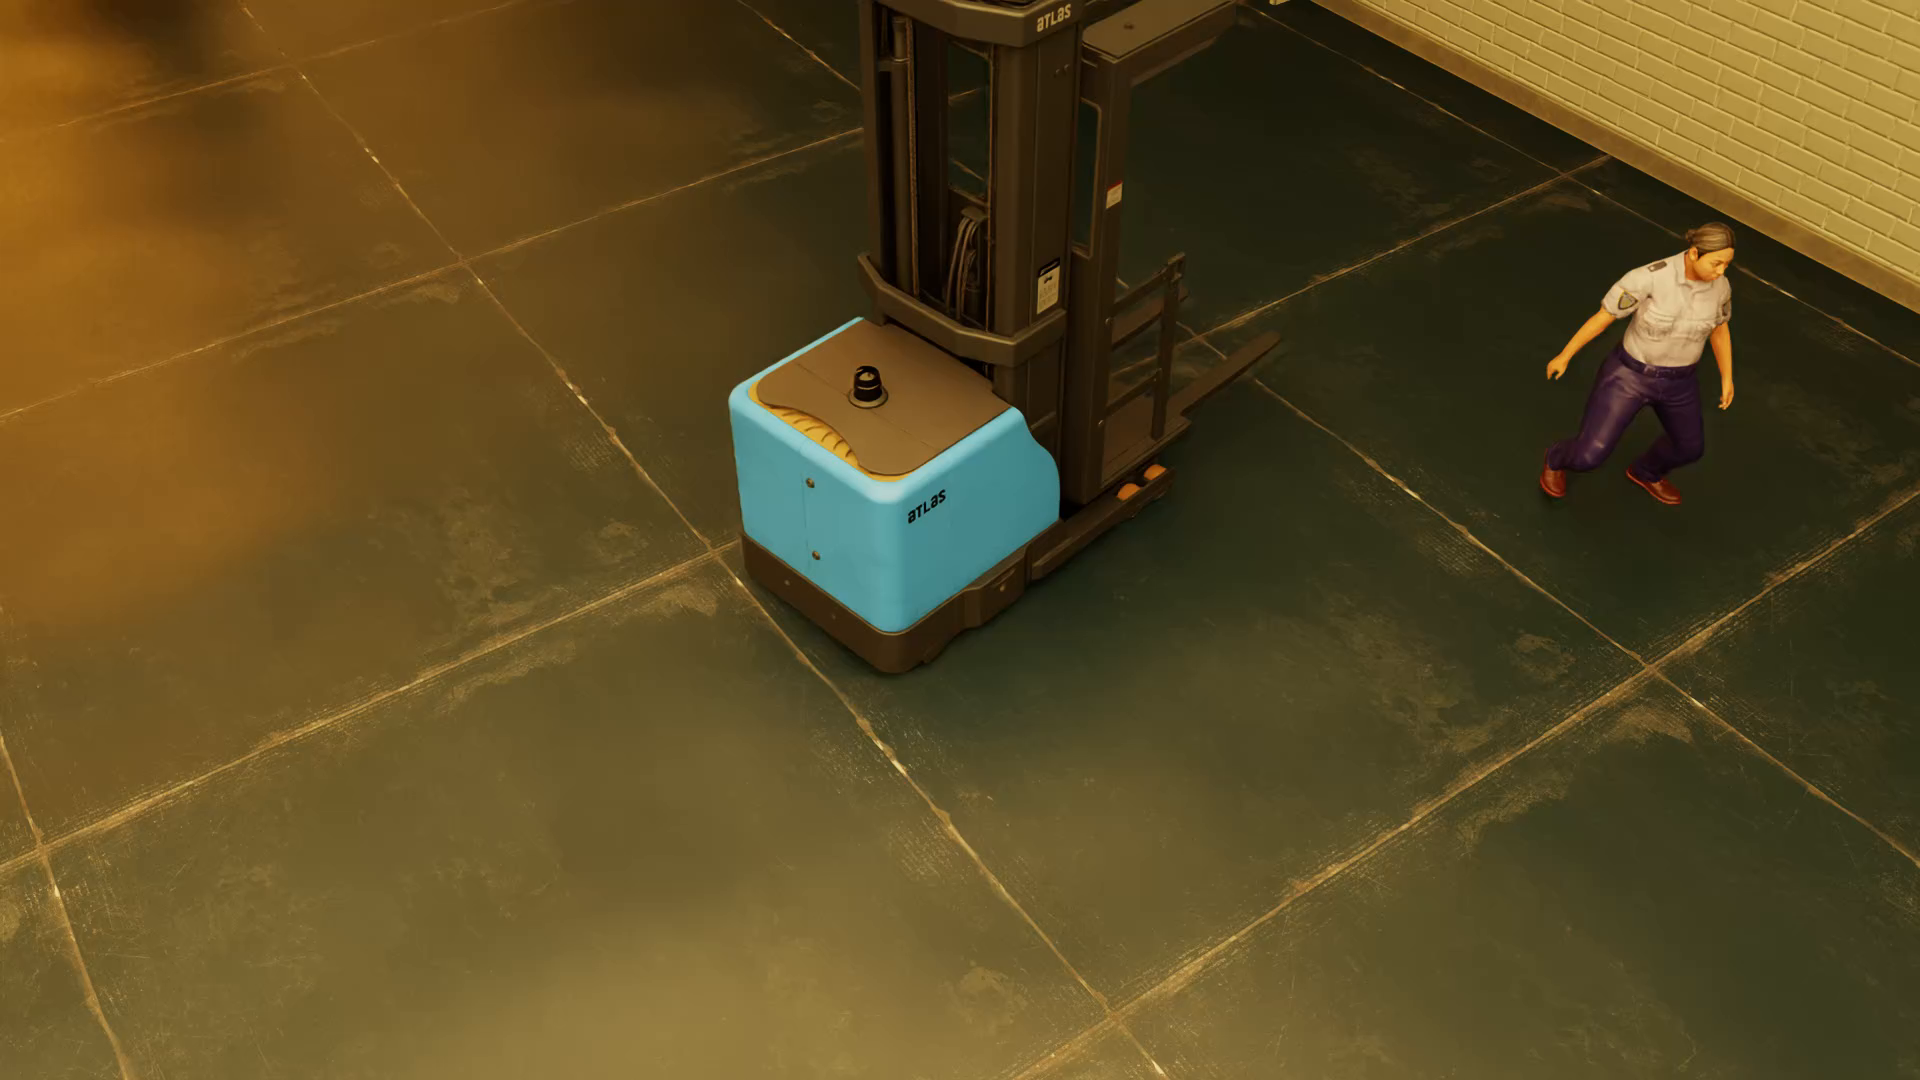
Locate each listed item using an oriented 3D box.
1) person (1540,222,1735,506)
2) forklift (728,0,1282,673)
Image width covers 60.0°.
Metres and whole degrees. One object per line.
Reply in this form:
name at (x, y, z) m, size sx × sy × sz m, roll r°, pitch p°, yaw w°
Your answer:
person at (3.113, -0.760, 7.560) m, size 0.830 × 1.571 × 0.484 m, roll 0°, pitch 43°, yaw 0°
forklift at (0.394, -1.404, 7.239) m, size 1.130 × 2.935 × 3.031 m, roll 33°, pitch 52°, yaw 31°
